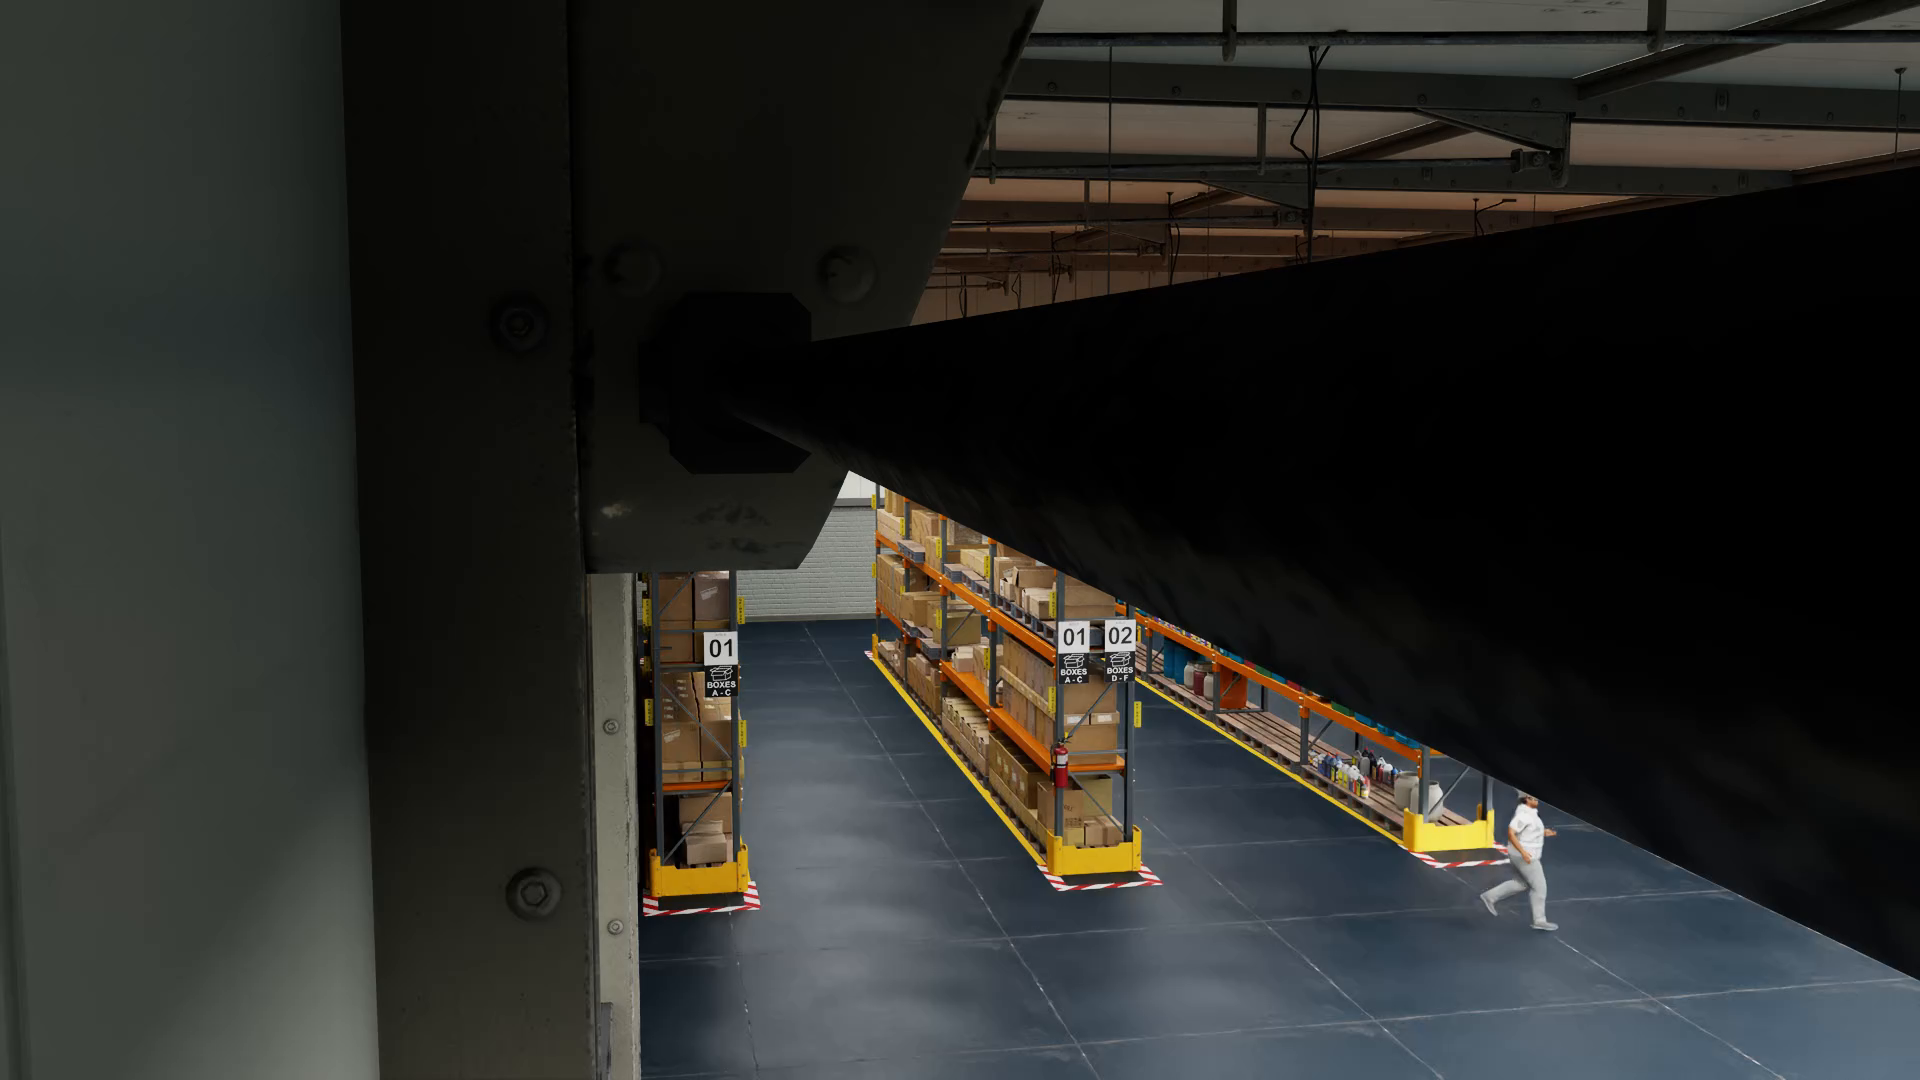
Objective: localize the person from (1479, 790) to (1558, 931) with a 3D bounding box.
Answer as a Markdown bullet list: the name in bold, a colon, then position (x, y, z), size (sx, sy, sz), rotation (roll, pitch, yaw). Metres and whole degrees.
- **person**: position (6.344, 3.572, 18.806), size (0.855, 1.644, 0.610), rotation (1, 6, 14)
